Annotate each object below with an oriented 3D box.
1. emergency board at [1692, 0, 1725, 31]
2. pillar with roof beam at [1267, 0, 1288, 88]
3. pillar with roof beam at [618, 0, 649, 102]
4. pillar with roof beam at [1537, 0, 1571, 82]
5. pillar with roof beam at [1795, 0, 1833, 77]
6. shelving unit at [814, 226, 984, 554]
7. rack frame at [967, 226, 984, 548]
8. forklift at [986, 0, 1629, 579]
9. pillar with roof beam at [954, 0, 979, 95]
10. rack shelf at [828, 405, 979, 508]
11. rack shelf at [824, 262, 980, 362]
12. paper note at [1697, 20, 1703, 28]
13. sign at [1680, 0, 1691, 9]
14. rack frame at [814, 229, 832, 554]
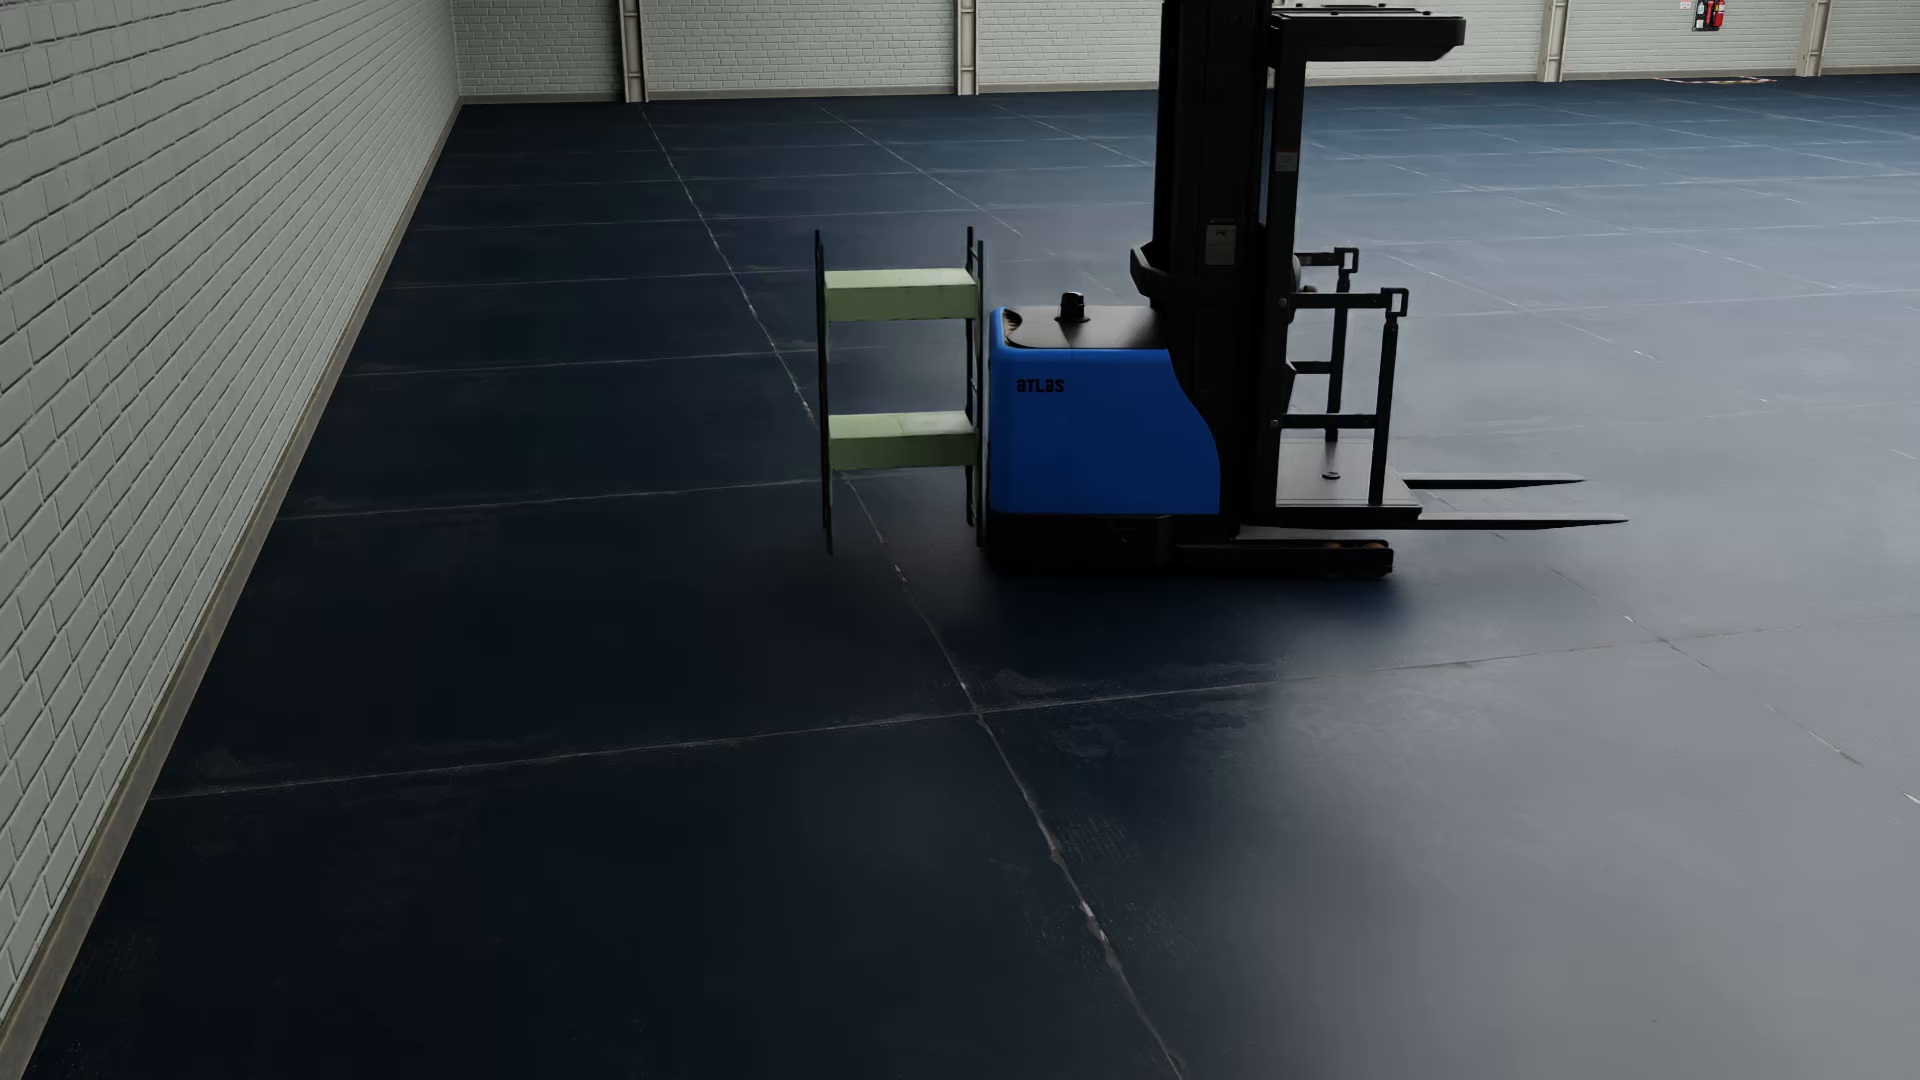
[{"bbox_3d":[15.219,-10.889,33.597,0.643,1.169,0.194,-5,21,-12],"label":"emergency board"},{"bbox_3d":[6.945,-11.498,26.538,0.400,9.000,9.100,-5,21,-12],"label":"pillar with roof beam"},{"bbox_3d":[-4.732,-10.548,23.945,0.400,9.000,9.100,-5,21,-12],"label":"pillar with roof beam"},{"bbox_3d":[12.784,-11.973,27.834,0.400,9.000,9.100,-5,21,-12],"label":"pillar with roof beam"},{"bbox_3d":[18.623,-12.448,29.131,0.400,9.000,9.100,-5,21,-12],"label":"pillar with roof beam"},{"bbox_3d":[-0.292,-0.719,8.014,0.755,1.500,0.431,-3,20,-7],"label":"shelving unit"},{"bbox_3d":[0.071,-0.735,8.059,0.023,1.500,0.400,-3,20,-7],"label":"rack frame"},{"bbox_3d":[1.647,-1.378,7.733,3.031,2.935,1.130,0,20,0],"label":"forklift"},{"bbox_3d":[1.107,-11.023,25.241,0.400,9.000,9.100,-5,21,-12],"label":"pillar with roof beam"},{"bbox_3d":[-0.292,-0.413,8.127,0.720,0.370,0.431,-3,20,-7],"label":"rack shelf"},{"bbox_3d":[-0.292,-1.085,7.880,0.720,0.370,0.431,-3,20,-7],"label":"rack shelf"},{"bbox_3d":[15.031,-10.485,33.774,0.142,0.148,0.016,-5,21,-12],"label":"paper note"},{"bbox_3d":[14.657,-10.897,33.566,0.234,0.329,0.001,-5,21,-12],"label":"sign"},{"bbox_3d":[-0.655,-0.703,7.970,0.023,1.500,0.400,-3,20,-7],"label":"rack frame"}]
